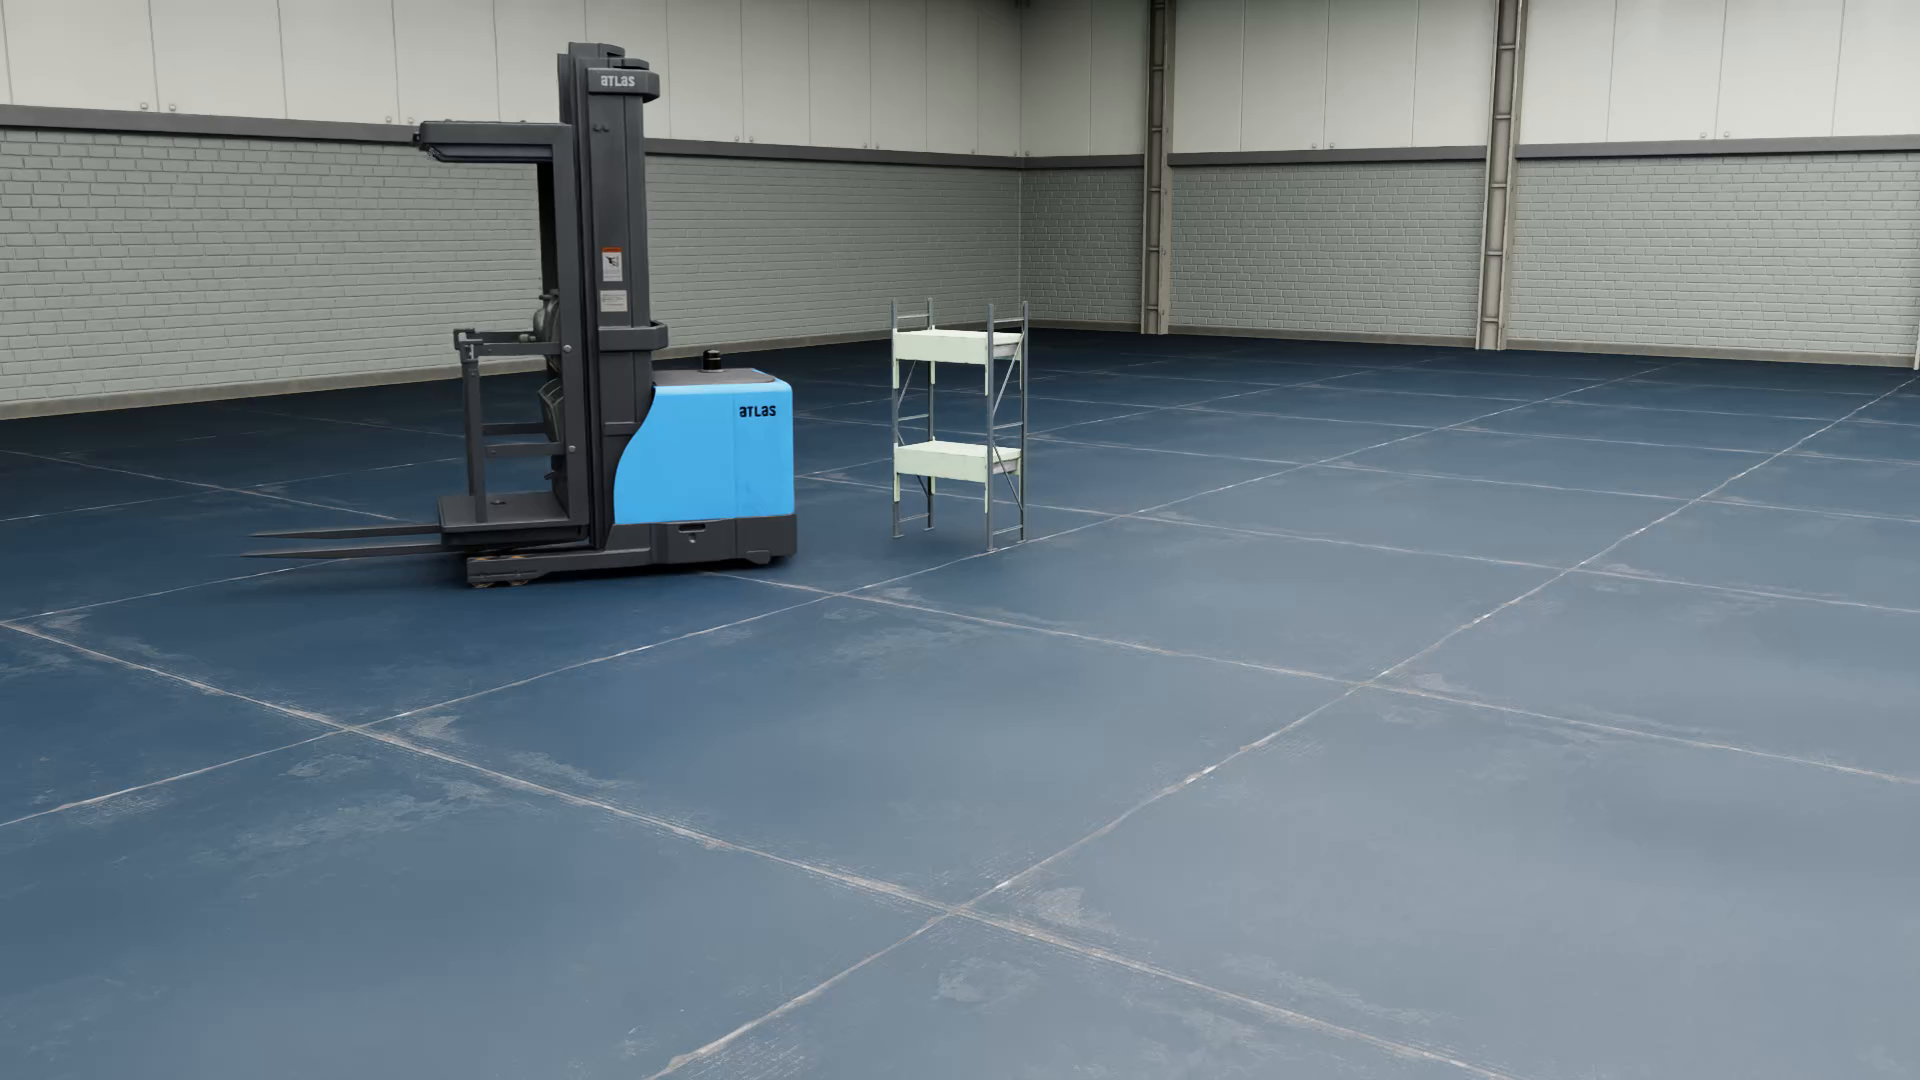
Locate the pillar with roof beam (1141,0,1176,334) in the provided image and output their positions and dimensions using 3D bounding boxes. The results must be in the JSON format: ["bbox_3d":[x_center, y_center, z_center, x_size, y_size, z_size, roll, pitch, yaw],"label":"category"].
[{"bbox_3d":[0.894,-7.412,25.153,0.400,9.000,9.100,8,13,36],"label":"pillar with roof beam"}]

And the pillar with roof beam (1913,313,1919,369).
[{"bbox_3d":[10.566,-6.063,18.179,0.400,9.000,9.100,8,13,36],"label":"pillar with roof beam"}]

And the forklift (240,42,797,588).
[{"bbox_3d":[-2.532,-1.287,9.464,3.031,2.935,1.130,-4,12,-18],"label":"forklift"}]

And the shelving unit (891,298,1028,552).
[{"bbox_3d":[-0.005,-0.737,10.391,0.755,1.500,0.431,8,13,36],"label":"shelving unit"}]

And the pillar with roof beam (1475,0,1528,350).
[{"bbox_3d":[5.730,-6.738,21.666,0.400,9.000,9.100,8,13,36],"label":"pillar with roof beam"}]

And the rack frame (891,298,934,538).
[{"bbox_3d":[-0.300,-0.778,10.604,0.023,1.500,0.400,8,13,36],"label":"rack frame"}]

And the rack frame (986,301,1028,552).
[{"bbox_3d":[0.290,-0.696,10.178,0.023,1.500,0.400,8,13,36],"label":"rack frame"}]

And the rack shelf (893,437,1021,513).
[{"bbox_3d":[-0.005,-0.417,10.453,0.720,0.370,0.431,8,13,36],"label":"rack shelf"}]

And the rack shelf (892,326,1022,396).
[{"bbox_3d":[-0.005,-1.120,10.317,0.720,0.370,0.431,8,13,36],"label":"rack shelf"}]
